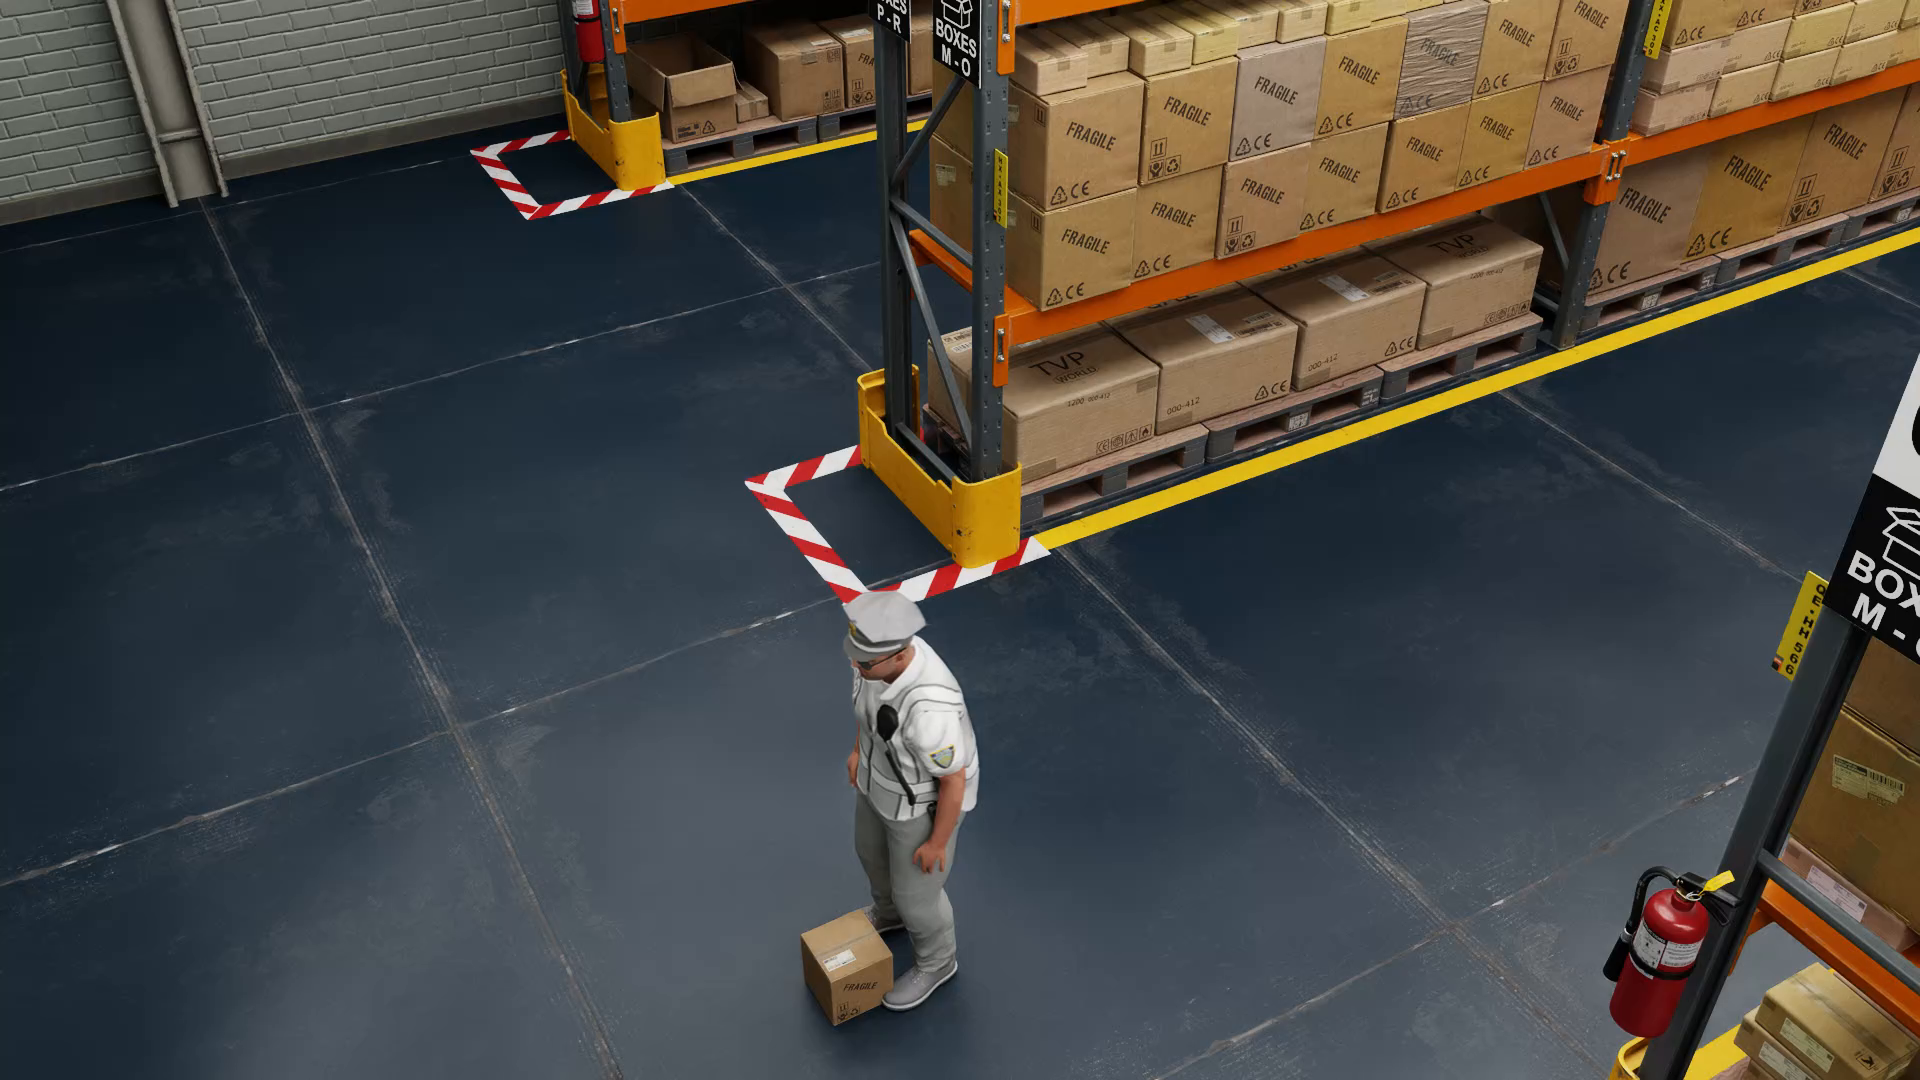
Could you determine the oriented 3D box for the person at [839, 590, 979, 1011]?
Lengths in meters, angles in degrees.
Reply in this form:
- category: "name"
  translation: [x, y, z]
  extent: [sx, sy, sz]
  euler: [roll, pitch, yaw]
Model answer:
- category: "person"
  translation: [-0.179, 0.873, 5.745]
  extent: [0.435, 1.748, 0.591]
  euler: [-20, 41, -24]
